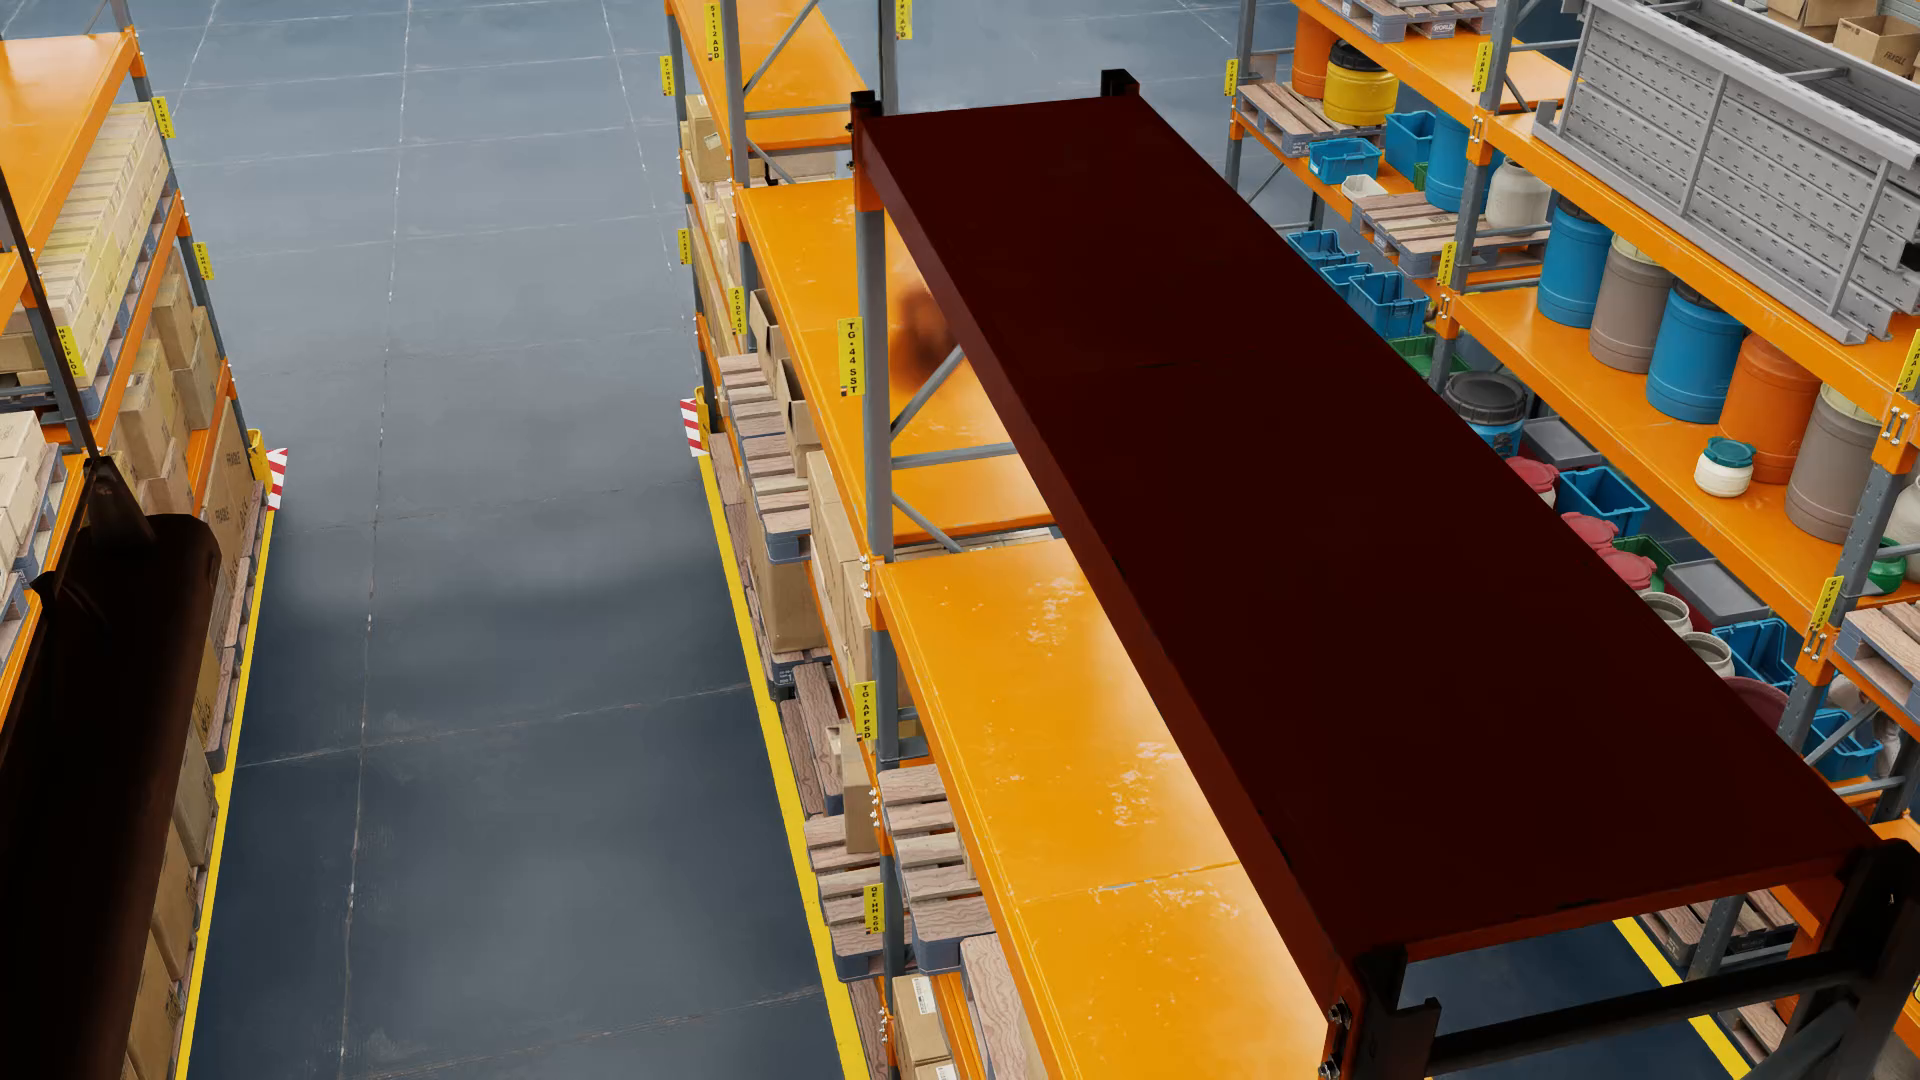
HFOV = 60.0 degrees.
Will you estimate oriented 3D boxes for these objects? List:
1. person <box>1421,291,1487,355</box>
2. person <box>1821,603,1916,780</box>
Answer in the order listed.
[{"bbox_3d":[4.523,-1.996,15.413,0.699,1.765,0.972,-13,36,-18],"label":"person"},{"bbox_3d":[6.159,1.000,11.075,0.708,1.857,0.839,-9,35,-12],"label":"person"}]
